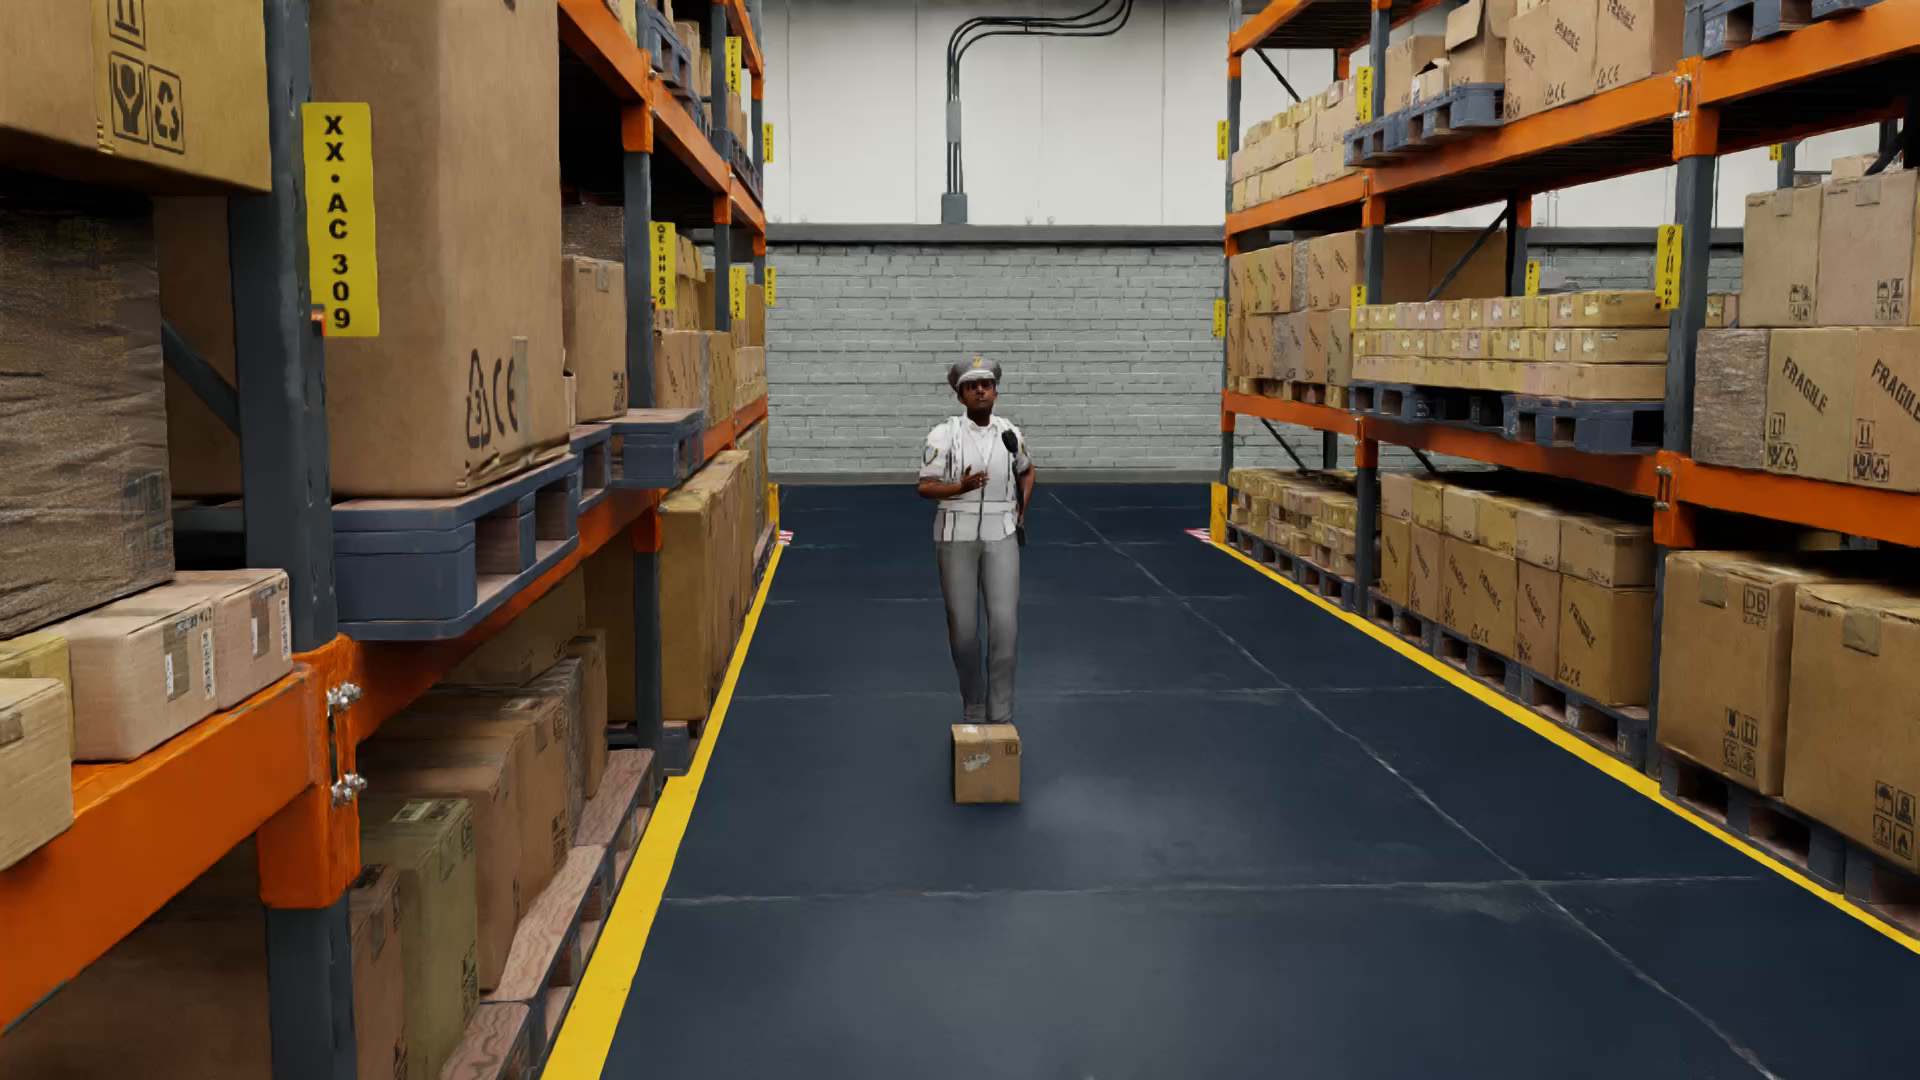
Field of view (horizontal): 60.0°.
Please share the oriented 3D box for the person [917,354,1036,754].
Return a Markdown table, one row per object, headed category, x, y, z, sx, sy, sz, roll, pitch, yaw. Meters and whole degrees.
| category | x | y | z | sx | sy | sz | roll | pitch | yaw |
| --- | --- | --- | --- | --- | --- | --- | --- | --- | --- |
| person | 0.088 | 0.043 | 7.334 | 0.548 | 1.703 | 0.749 | 0 | 7 | -2 |
